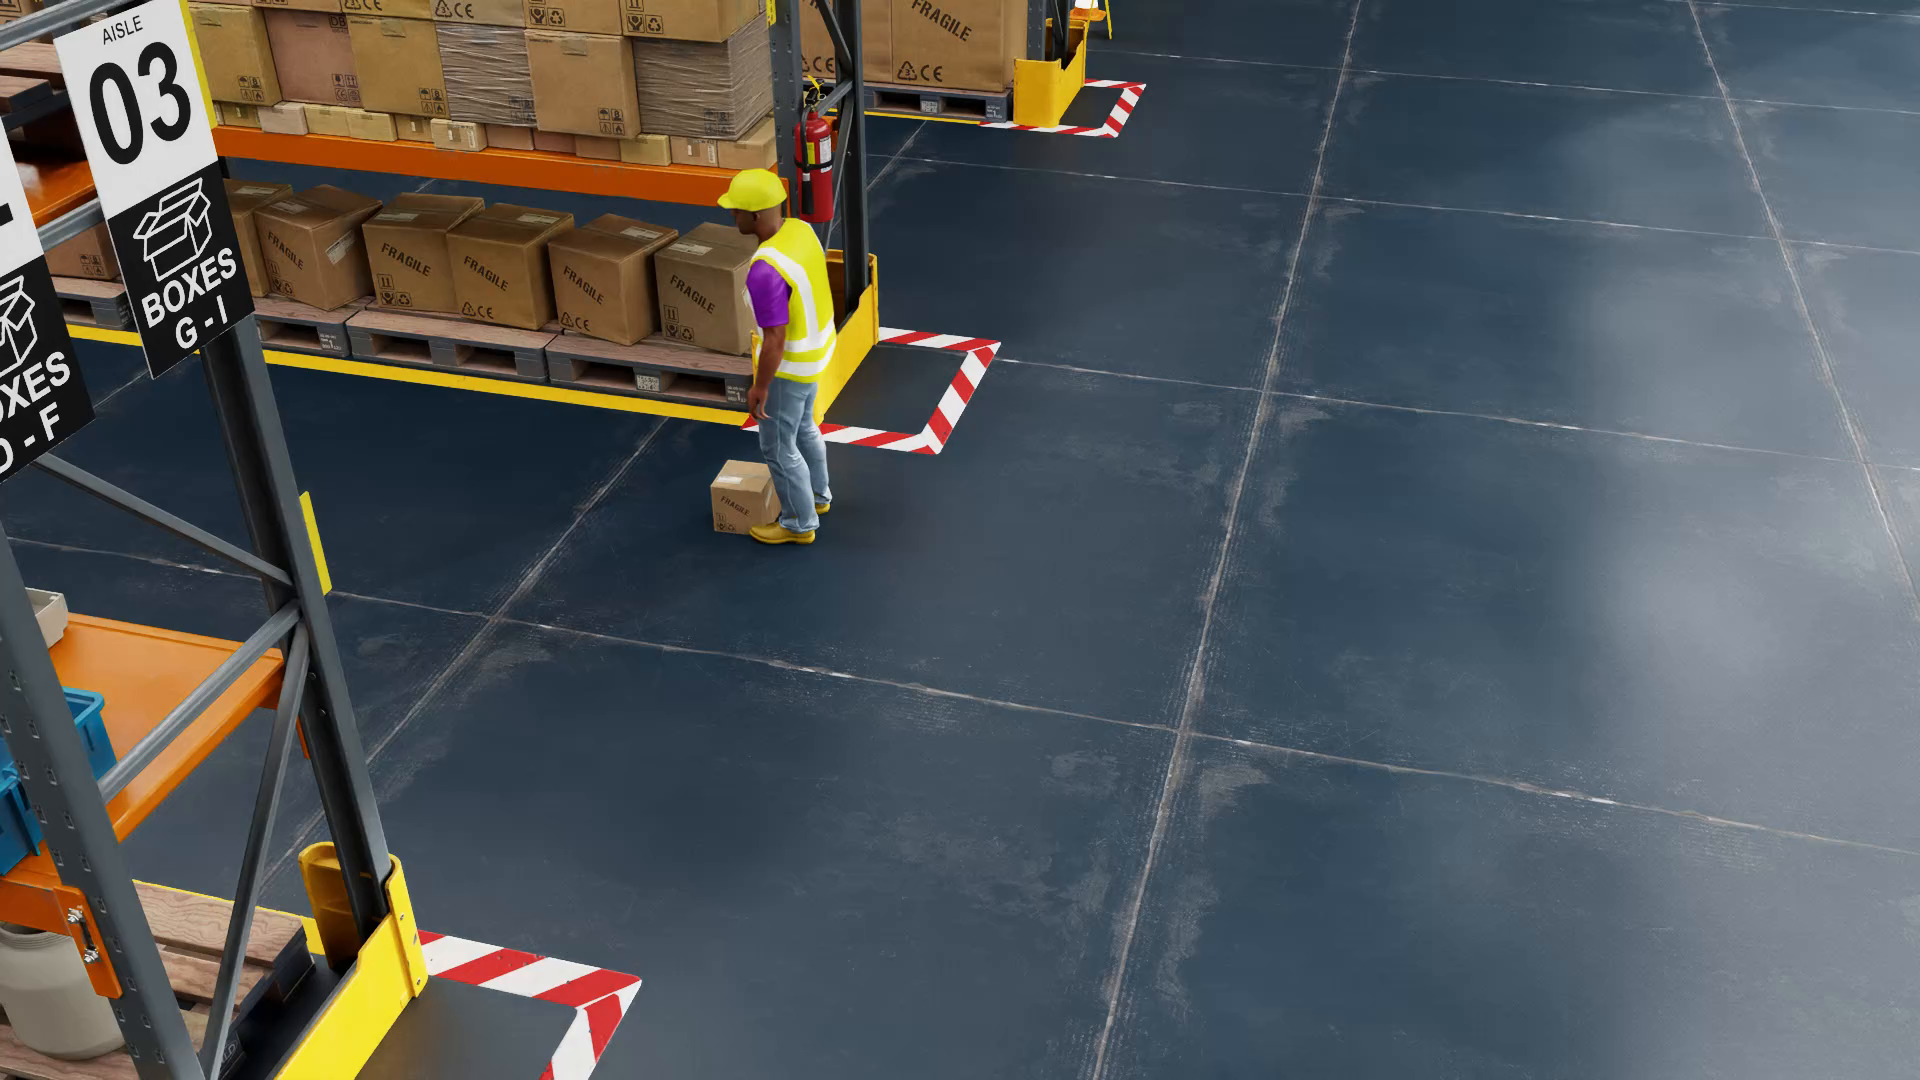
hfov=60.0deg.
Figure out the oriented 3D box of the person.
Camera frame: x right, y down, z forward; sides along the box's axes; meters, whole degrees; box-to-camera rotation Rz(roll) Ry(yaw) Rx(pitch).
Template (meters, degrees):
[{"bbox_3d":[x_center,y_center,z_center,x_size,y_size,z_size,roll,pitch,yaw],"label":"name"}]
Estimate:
[{"bbox_3d":[-0.787,-0.802,7.373,0.454,1.761,0.636,7,33,10],"label":"person"}]
